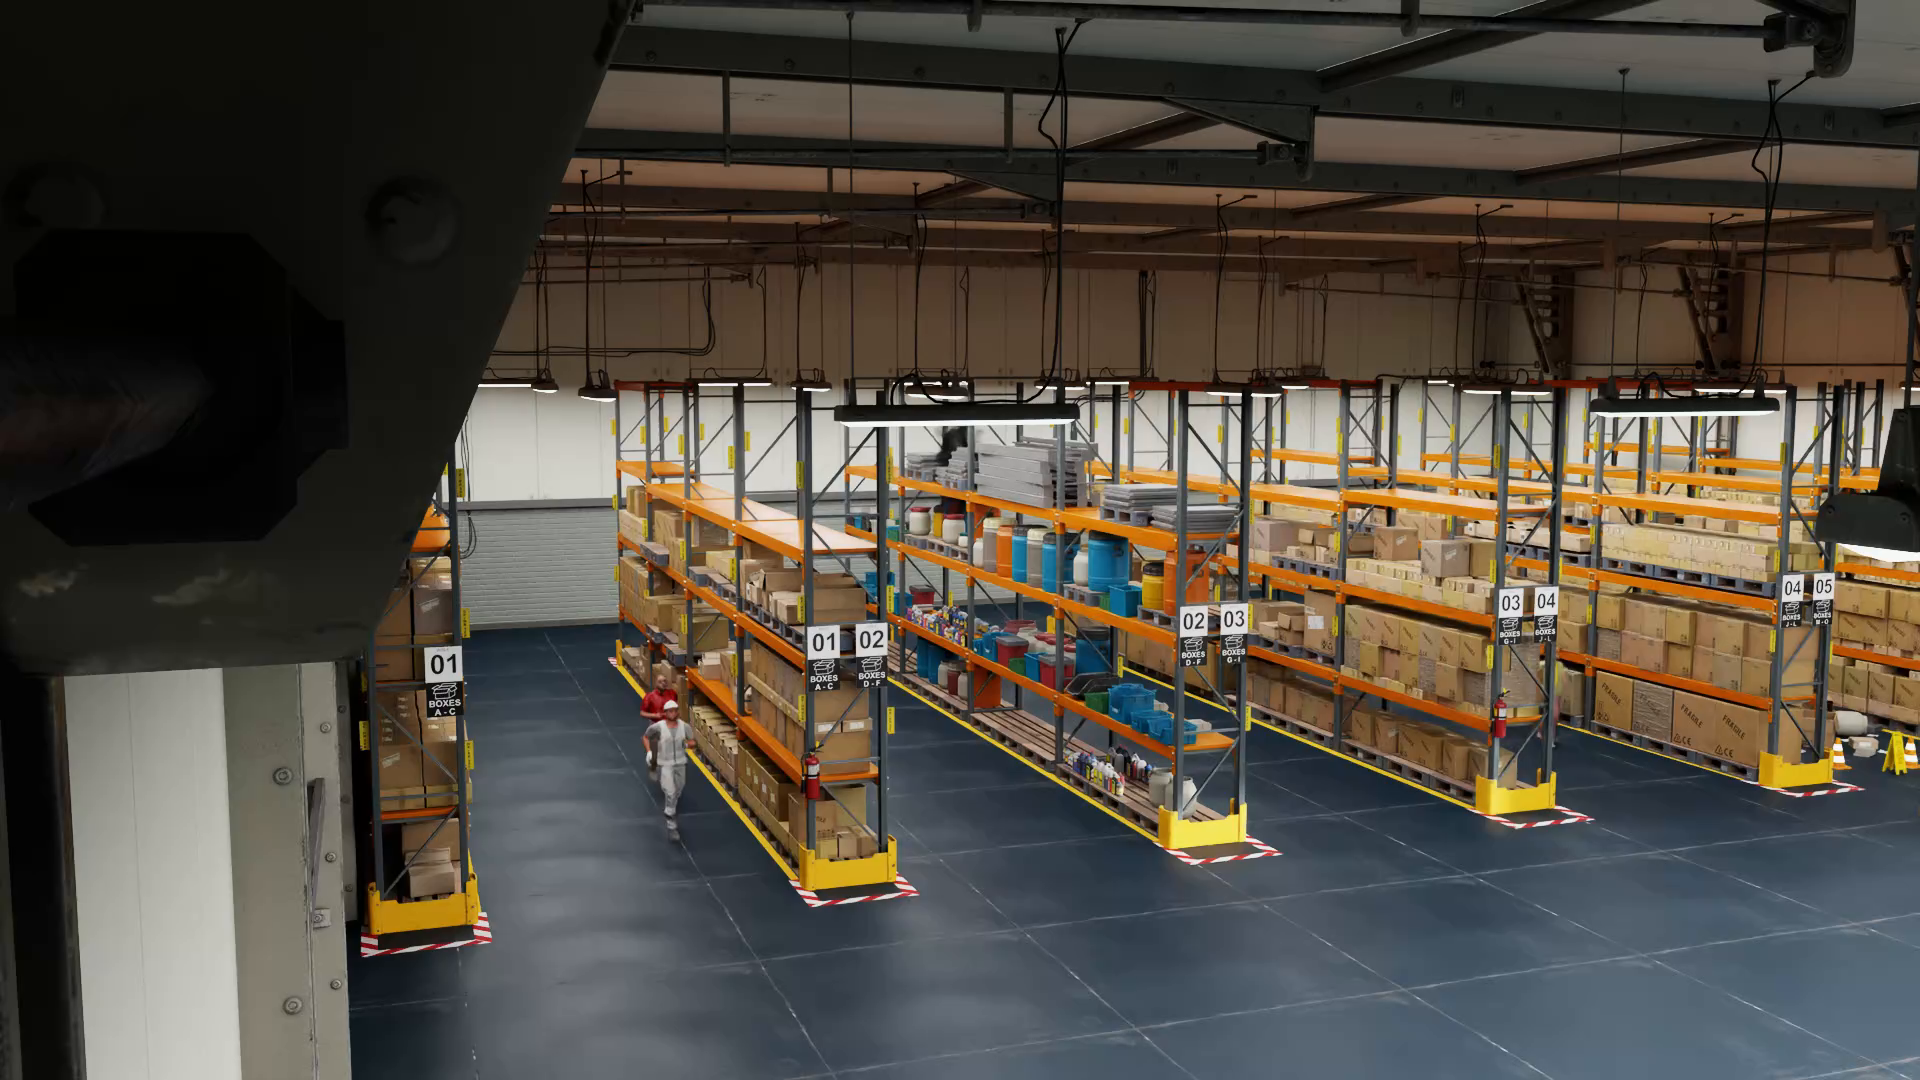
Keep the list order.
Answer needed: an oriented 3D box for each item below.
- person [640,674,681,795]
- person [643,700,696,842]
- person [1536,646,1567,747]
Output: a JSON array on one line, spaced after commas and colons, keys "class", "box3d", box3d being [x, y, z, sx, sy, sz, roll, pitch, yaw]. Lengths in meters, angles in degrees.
[{"class": "person", "box3d": [-4.417, 2.849, 24.664, 0.659, 1.738, 0.966, -3, 7, -28]}, {"class": "person", "box3d": [-3.889, 3.062, 22.393, 0.649, 1.837, 0.835, -4, 7, -31]}, {"class": "person", "box3d": [9.844, 2.642, 27.695, 0.569, 1.632, 0.615, -3, 7, -23]}]
